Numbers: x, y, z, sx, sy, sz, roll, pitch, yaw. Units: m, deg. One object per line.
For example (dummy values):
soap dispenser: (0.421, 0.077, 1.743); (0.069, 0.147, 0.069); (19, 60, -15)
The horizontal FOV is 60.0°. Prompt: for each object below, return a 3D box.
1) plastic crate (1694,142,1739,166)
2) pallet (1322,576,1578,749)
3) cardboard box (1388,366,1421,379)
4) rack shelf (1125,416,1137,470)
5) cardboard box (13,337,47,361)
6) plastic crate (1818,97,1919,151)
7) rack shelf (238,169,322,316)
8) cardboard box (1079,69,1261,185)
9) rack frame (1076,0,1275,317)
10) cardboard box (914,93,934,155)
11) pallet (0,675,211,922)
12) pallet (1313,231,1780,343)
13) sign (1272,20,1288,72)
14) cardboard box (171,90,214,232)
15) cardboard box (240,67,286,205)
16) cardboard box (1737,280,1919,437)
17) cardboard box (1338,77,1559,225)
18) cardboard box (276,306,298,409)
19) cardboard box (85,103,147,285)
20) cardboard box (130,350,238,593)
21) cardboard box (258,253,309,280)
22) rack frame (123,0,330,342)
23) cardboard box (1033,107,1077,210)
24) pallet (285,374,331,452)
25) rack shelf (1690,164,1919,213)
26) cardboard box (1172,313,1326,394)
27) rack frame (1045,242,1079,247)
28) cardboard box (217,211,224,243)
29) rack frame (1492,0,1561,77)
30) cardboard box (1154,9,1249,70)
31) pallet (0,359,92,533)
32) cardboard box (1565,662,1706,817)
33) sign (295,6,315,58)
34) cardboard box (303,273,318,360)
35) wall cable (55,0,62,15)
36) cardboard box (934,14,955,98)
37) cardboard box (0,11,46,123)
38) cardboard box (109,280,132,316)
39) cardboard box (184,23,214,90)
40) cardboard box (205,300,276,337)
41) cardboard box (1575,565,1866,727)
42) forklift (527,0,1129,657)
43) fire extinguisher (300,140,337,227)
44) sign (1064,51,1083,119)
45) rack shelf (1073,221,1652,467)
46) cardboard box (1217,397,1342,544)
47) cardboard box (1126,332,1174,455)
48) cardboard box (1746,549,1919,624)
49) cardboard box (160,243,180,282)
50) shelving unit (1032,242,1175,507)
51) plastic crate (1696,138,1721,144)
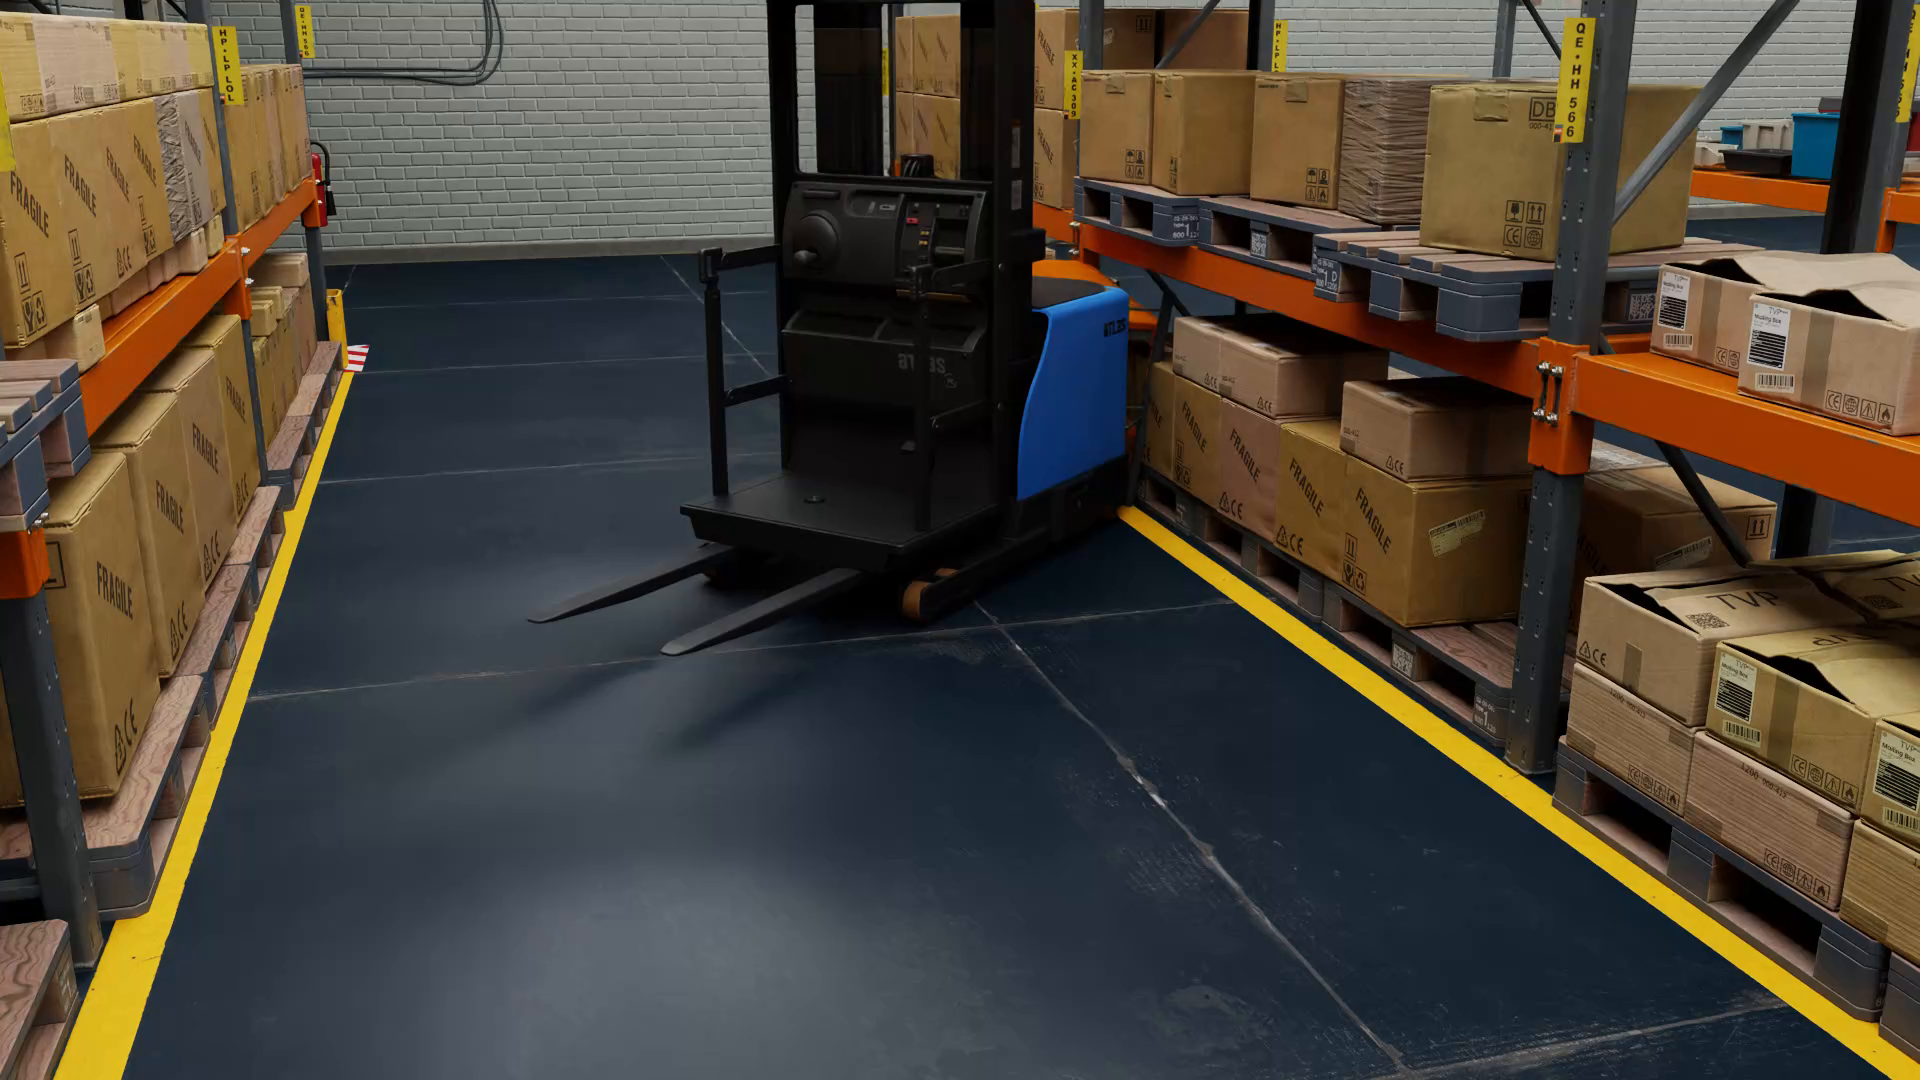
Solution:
plastic crate: (5.078, -2.627, 11.338); (0.293, 0.136, 0.466); (-5, 17, -15)
pallet: (2.013, 0.356, 5.900); (1.003, 0.211, 1.213); (-5, 17, -15)
cardboard box: (1.759, -0.500, 7.482); (0.500, 0.500, 0.500); (-4, 17, -15)
rack shelf: (0.468, -0.616, 8.249); (0.538, 0.278, 1.000); (-1, 26, -20)
cardboard box: (-2.509, -0.446, 4.125); (0.380, 0.149, 0.250); (-4, 17, -14)
plastic crate: (5.842, -2.593, 10.655); (0.402, 0.464, 0.583); (-5, 17, -15)
rack shelf: (-4.229, -1.692, 9.122); (1.077, 0.370, 4.000); (-5, 17, -15)
cardboard box: (0.998, -1.977, 7.914); (0.700, 0.500, 0.500); (-12, 20, -34)
rack frame: (1.082, -1.876, 8.484); (1.000, 3.000, 0.127); (-5, 17, -15)
cardboard box: (-0.002, -2.745, 11.202); (0.500, 0.500, 0.500); (-5, 17, -16)
pallet: (-2.724, 0.734, 4.641); (1.003, 0.211, 1.213); (-5, 17, -15)
pallet: (1.928, -0.860, 5.434); (1.213, 0.211, 1.003); (-5, 17, -15)
sign: (1.615, -2.476, 8.467); (0.100, 0.325, 0.005); (-5, 17, -15)
cardboard box: (-3.161, -1.435, 6.291); (0.500, 0.500, 0.500); (-5, 17, -15)
cardboard box: (-4.218, -2.181, 8.979); (0.980, 0.700, 0.700); (-6, 18, -18)
cardboard box: (2.241, -0.464, 3.939); (0.500, 0.311, 0.500); (-5, 17, -16)
cardboard box: (1.832, -1.452, 6.169); (0.700, 0.500, 0.500); (-1, 17, -5)
cardboard box: (-4.060, -0.984, 9.129); (0.700, 0.500, 0.500); (-4, 17, -14)
cardboard box: (-2.738, -1.015, 4.890); (0.500, 0.500, 0.500); (-5, 17, -16)
cardboard box: (-3.129, -0.240, 6.044); (0.750, 0.750, 0.750); (-4, 17, -14)
cardboard box: (-4.280, -1.698, 10.378); (0.380, 0.149, 0.250); (-5, 17, -16)
rack frame: (-4.779, -2.590, 10.860); (1.000, 3.000, 0.127); (-5, 17, -15)
cardboard box: (0.698, -2.042, 8.863); (0.500, 0.500, 0.500); (-4, 17, -14)
pallet: (-4.152, -0.703, 9.425); (1.003, 0.211, 1.213); (-5, 17, -15)
rack shelf: (5.296, -2.476, 11.730); (1.077, 0.370, 4.000); (-5, 17, -15)
cardboard box: (1.256, -0.819, 7.242); (0.500, 0.250, 0.500); (-5, 17, -15)
rack frame: (0.346, -1.060, 8.575); (0.500, 1.125, 0.032); (-1, 26, -20)
cardboard box: (-3.314, -1.302, 6.974); (0.380, 0.149, 0.250); (-5, 17, -15)
rack frame: (4.747, -3.373, 13.468); (1.000, 3.000, 0.127); (-5, 17, -15)
cardboard box: (1.223, -2.556, 8.834); (0.500, 0.500, 0.500); (-4, 17, -14)
pallet: (-2.282, -0.097, 2.893); (1.213, 0.211, 1.003); (-5, 17, -15)
cardboard box: (2.043, 0.514, 4.576); (0.500, 0.250, 0.500); (-5, 17, -15)
sign: (-4.253, -3.297, 10.790); (0.100, 0.325, 0.005); (-5, 17, -15)
cardboard box: (-4.490, -1.408, 10.541); (0.700, 0.500, 0.500); (-5, 17, -15)
wall cable: (-6.040, -3.356, 11.644); (0.084, 1.984, 1.851); (-5, 17, -15)
cardboard box: (0.135, -3.083, 10.590); (0.500, 0.500, 0.500); (-4, 17, -14)
cardboard box: (-2.465, -1.090, 3.838); (0.500, 0.250, 0.500); (-4, 17, -14)
cardboard box: (-2.880, -0.799, 5.301); (0.380, 0.149, 0.250); (-5, 17, -15)
cardboard box: (-3.305, -1.934, 6.646); (0.500, 0.250, 0.500); (-4, 17, -14)
cardboard box: (-3.705, -1.122, 8.462); (0.380, 0.149, 0.250); (-4, 17, -13)
cardboard box: (2.043, 0.245, 4.496); (0.500, 0.311, 0.500); (-4, 17, -13)
forklift: (-0.422, -1.235, 6.468); (1.130, 2.935, 3.031); (10, 19, 30)
fire extinguisher: (-4.377, -2.453, 11.186); (0.296, 0.674, 0.183); (-5, 17, -15)
sign: (0.563, -2.246, 8.210); (0.100, 0.325, 0.005); (-5, 17, -15)
rack shelf: (1.632, -0.979, 6.746); (1.077, 0.370, 4.000); (-5, 17, -15)
cardboard box: (1.407, -0.311, 6.855); (0.500, 0.500, 0.500); (-5, 18, -17)
cardboard box: (0.981, -0.737, 8.271); (0.500, 0.500, 0.500); (-6, 18, -18)
cardboard box: (2.562, 0.203, 4.638); (0.500, 0.311, 0.500); (-4, 17, -14)
cardboard box: (-3.062, -1.017, 6.027); (0.380, 0.149, 0.250); (-5, 17, -15)
shelving unit: (0.502, -0.836, 8.147); (0.538, 1.125, 1.048); (-1, 26, -20)
plastic crate: (5.410, -2.828, 12.006); (0.298, 0.136, 0.250); (-5, 17, -15)
